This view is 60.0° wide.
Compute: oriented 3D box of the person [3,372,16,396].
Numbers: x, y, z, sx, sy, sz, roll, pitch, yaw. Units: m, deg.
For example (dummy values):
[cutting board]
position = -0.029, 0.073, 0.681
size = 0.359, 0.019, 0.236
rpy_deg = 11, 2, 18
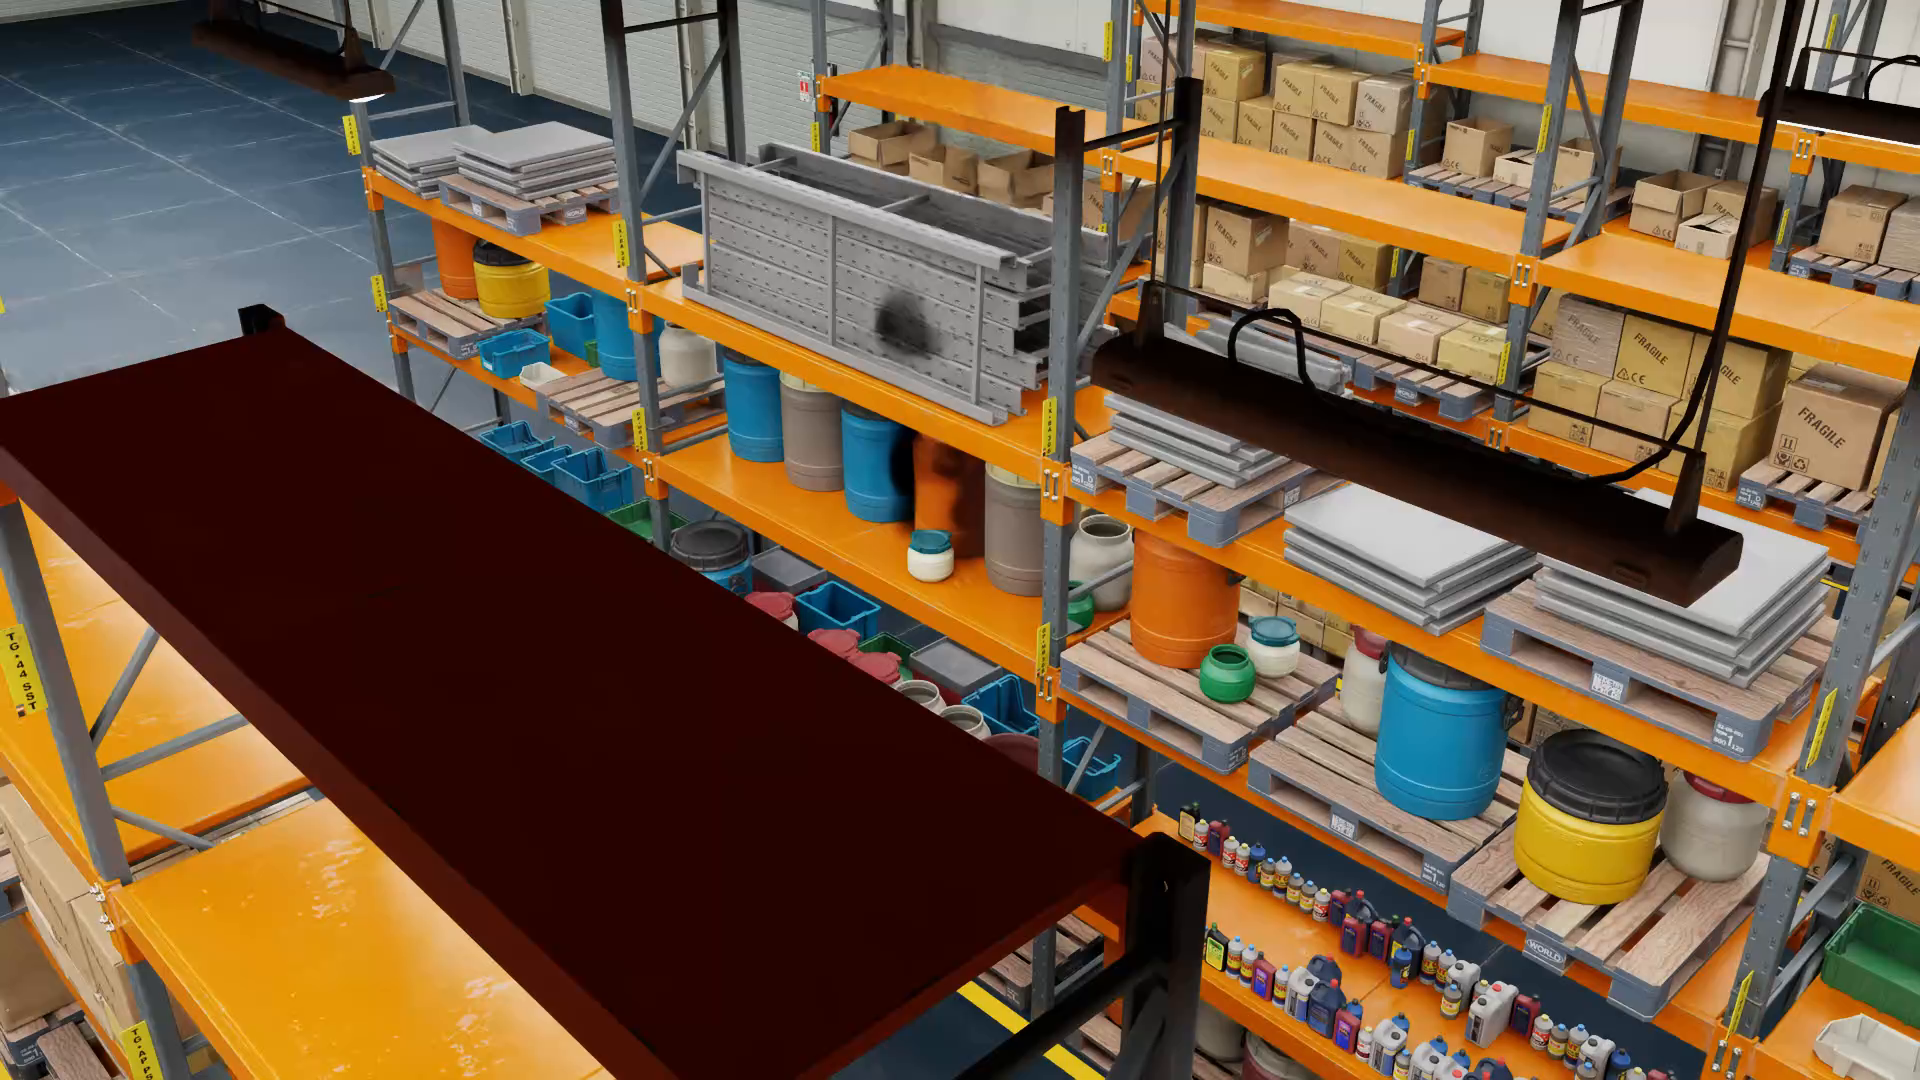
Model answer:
[person]
position = -9.399, -0.849, 16.578
size = 0.840, 1.856, 0.708
rpy_deg = -8, 29, -14
